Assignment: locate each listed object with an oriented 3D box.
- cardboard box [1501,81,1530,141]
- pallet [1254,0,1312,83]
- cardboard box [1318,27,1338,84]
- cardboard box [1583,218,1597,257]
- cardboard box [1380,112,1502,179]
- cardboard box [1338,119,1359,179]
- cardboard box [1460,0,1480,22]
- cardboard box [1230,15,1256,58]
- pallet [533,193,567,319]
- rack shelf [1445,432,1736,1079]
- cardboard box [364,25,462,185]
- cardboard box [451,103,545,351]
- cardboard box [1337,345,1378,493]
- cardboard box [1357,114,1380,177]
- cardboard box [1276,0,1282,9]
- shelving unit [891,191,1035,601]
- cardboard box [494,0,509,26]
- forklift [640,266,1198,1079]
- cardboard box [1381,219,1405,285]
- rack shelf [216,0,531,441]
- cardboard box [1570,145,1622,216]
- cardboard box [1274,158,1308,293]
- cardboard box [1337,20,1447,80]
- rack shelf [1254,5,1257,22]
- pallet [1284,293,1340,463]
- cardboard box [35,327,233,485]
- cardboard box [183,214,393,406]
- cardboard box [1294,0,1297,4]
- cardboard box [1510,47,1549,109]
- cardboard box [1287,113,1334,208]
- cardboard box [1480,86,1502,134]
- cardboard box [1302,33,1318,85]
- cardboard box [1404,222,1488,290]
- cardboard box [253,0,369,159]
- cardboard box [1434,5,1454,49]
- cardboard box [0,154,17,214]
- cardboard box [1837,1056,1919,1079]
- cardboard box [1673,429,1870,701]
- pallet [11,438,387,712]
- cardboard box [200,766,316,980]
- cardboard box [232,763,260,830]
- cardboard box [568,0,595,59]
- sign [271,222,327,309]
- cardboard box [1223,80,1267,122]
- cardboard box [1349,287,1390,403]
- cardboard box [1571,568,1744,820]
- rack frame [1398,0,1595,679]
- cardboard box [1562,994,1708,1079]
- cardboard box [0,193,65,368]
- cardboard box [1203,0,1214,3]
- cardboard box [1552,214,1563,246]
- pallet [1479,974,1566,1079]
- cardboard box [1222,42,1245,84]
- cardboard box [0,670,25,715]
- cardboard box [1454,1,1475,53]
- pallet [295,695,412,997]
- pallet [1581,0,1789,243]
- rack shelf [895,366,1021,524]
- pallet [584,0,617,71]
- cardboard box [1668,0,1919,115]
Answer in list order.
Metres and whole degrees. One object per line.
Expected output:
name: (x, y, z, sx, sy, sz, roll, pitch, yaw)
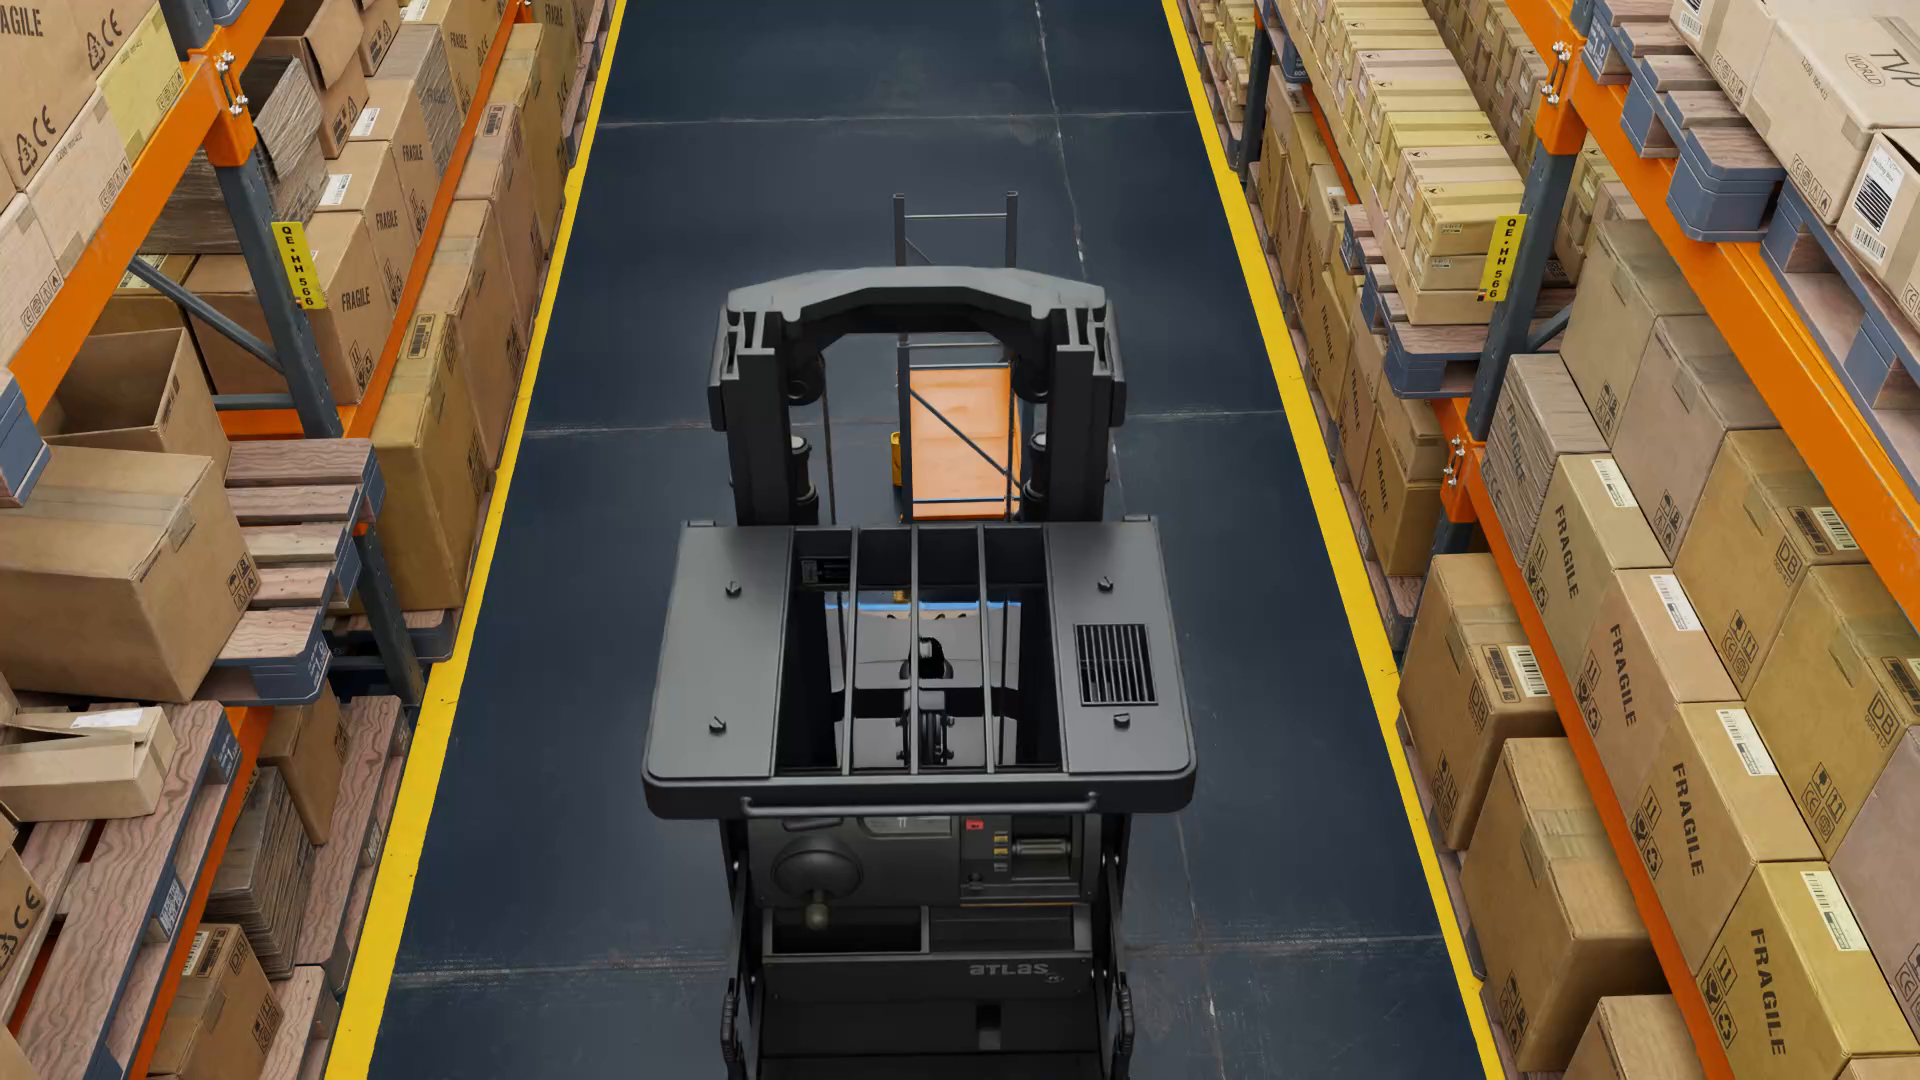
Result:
cardboard box: (2.425, -1.739, 6.732, 0.380, 0.149, 0.250, -2, 43, -2)
pallet: (2.011, -2.643, 8.205, 1.003, 0.211, 1.213, -2, 43, -2)
cardboard box: (1.750, -2.070, 7.093, 0.380, 0.149, 0.250, -2, 43, -3)
cardboard box: (2.474, -1.037, 5.966, 0.380, 0.149, 0.250, 0, 43, 0)
cardboard box: (1.796, -1.479, 6.228, 0.380, 0.149, 0.250, 0, 43, 0)
cardboard box: (1.774, -1.606, 6.807, 0.380, 0.149, 0.250, -3, 43, -4)
cardboard box: (2.391, -2.370, 7.200, 0.380, 0.149, 0.250, -3, 43, -4)
cardboard box: (1.798, -2.961, 9.769, 0.380, 0.149, 0.250, -1, 43, -1)
pallet: (-2.728, -1.613, 9.003, 1.003, 0.211, 1.213, -2, 43, -2)
rack shelf: (2.379, 1.082, 4.531, 1.077, 0.370, 4.000, -2, 43, -2)
cardboard box: (-2.483, -1.863, 7.138, 0.500, 0.500, 0.500, -1, 43, -2)
cardboard box: (-2.750, -1.496, 8.074, 1.225, 0.875, 0.875, -3, 43, -3)
cardboard box: (1.987, -0.554, 7.323, 0.500, 0.500, 0.500, 0, 43, 0)
cardboard box: (1.781, -1.552, 6.528, 0.380, 0.149, 0.250, -2, 43, -2)
cardboard box: (1.706, -2.661, 7.958, 0.380, 0.149, 0.250, -1, 43, -1)
shelving unit: (0.003, -0.501, 6.837, 0.587, 1.500, 1.083, -2, 43, -2)
cardboard box: (-2.543, -2.888, 8.257, 0.500, 0.500, 0.500, -2, 43, -2)
forklift: (-0.086, 0.911, 4.237, 1.130, 2.935, 3.031, -1, 43, -1)
cardboard box: (1.805, -1.083, 6.236, 0.380, 0.149, 0.250, -2, 43, -2)
rack shelf: (-2.751, -1.544, 7.397, 1.077, 0.370, 4.000, -2, 43, -2)
cardboard box: (2.454, -1.313, 6.048, 0.380, 0.149, 0.250, -3, 43, -3)
cardboard box: (1.915, -1.603, 8.468, 0.500, 0.500, 0.500, 0, 43, 0)
cardboard box: (1.763, -2.005, 6.802, 0.380, 0.149, 0.250, 0, 43, 0)
rack shelf: (2.039, -4.318, 10.423, 1.077, 0.370, 4.000, -2, 43, -2)
pallet: (2.214, -0.854, 8.176, 1.003, 0.211, 1.213, -2, 43, -2)
cardboard box: (-2.603, -0.287, 5.108, 0.500, 0.500, 0.500, -6, 43, -7)
cardboard box: (-2.415, -0.832, 6.013, 0.500, 0.500, 0.500, 0, 43, -1)
cardboard box: (1.717, -2.601, 7.673, 0.380, 0.149, 0.250, -3, 43, -4)
cardboard box: (2.424, -1.841, 6.623, 0.380, 0.149, 0.250, 0, 43, 0)
cardboard box: (1.917, -1.877, 8.212, 0.500, 0.250, 0.500, -1, 43, -1)
cardboard box: (2.418, -1.798, 7.017, 0.380, 0.149, 0.250, -1, 43, -1)
cardboard box: (1.742, -2.135, 7.384, 0.380, 0.149, 0.250, -2, 43, -3)
cardboard box: (1.818, -1.025, 5.953, 0.380, 0.149, 0.250, -1, 43, -1)
cardboard box: (-2.706, -1.800, 6.327, 0.797, 0.503, 0.637, -1, 43, -1)
cardboard box: (2.387, -2.333, 7.600, 0.380, 0.149, 0.250, -3, 43, -4)
cardboard box: (-2.357, -0.790, 3.378, 0.500, 0.500, 0.500, -1, 43, -1)
cardboard box: (2.153, 1.445, 3.530, 0.500, 0.500, 0.500, -2, 43, -2)
cardboard box: (2.350, 0.053, 4.309, 0.700, 0.500, 0.500, -2, 43, -2)
pallet: (-2.529, 0.090, 5.224, 1.213, 0.211, 1.003, -2, 43, -2)
cardboard box: (-2.581, 1.126, 5.475, 0.700, 0.500, 0.500, -5, 43, -5)
cardboard box: (-2.575, 0.833, 5.240, 0.500, 0.250, 0.500, 3, 43, 3)
cardboard box: (-2.822, -3.586, 10.354, 0.875, 0.875, 0.875, -2, 43, -2)
sign: (-2.124, -0.879, 5.340, 0.100, 0.325, 0.005, -2, 43, -2)
cardboard box: (1.767, -2.592, 9.807, 0.380, 0.149, 0.250, -1, 43, -1)
cardboard box: (1.971, -0.838, 7.078, 0.500, 0.250, 0.500, -1, 43, -1)
cardboard box: (2.089, 0.425, 4.643, 0.500, 0.500, 0.500, -2, 43, -2)
rack frame: (2.294, -0.533, 5.761, 1.000, 3.000, 0.127, -2, 43, -2)
cardboard box: (2.311, 1.774, 4.599, 1.050, 0.750, 0.750, -2, 43, -2)
cardboard box: (-2.347, -0.522, 3.640, 0.500, 0.250, 0.500, -1, 43, -1)
cardboard box: (1.779, -3.469, 10.763, 0.380, 0.149, 0.250, -1, 43, -1)
cardboard box: (2.454, -1.266, 6.437, 0.380, 0.149, 0.250, 0, 43, 0)
pallet: (2.301, 1.851, 5.224, 1.003, 0.211, 1.213, -2, 43, -2)
cardboard box: (1.769, -2.833, 9.849, 0.380, 0.149, 0.250, -4, 43, -4)
cardboard box: (-2.824, 0.580, 4.348, 0.500, 0.250, 0.500, -3, 43, -3)
cardboard box: (2.398, -2.253, 7.292, 0.380, 0.149, 0.250, -1, 43, -2)
pallet: (-2.634, 1.097, 6.047, 1.003, 0.211, 1.213, -2, 43, -2)
pallet: (2.374, -1.136, 4.339, 1.213, 0.211, 1.003, 0, 43, 0)
rack shelf: (0.004, -0.363, 6.952, 0.538, 0.185, 1.000, -2, 43, -2)
pallet: (-2.845, -3.473, 11.032, 1.003, 0.211, 1.213, -2, 43, -2)
cardboard box: (2.105, -1.303, 4.062, 0.500, 0.311, 0.500, -2, 43, -2)
